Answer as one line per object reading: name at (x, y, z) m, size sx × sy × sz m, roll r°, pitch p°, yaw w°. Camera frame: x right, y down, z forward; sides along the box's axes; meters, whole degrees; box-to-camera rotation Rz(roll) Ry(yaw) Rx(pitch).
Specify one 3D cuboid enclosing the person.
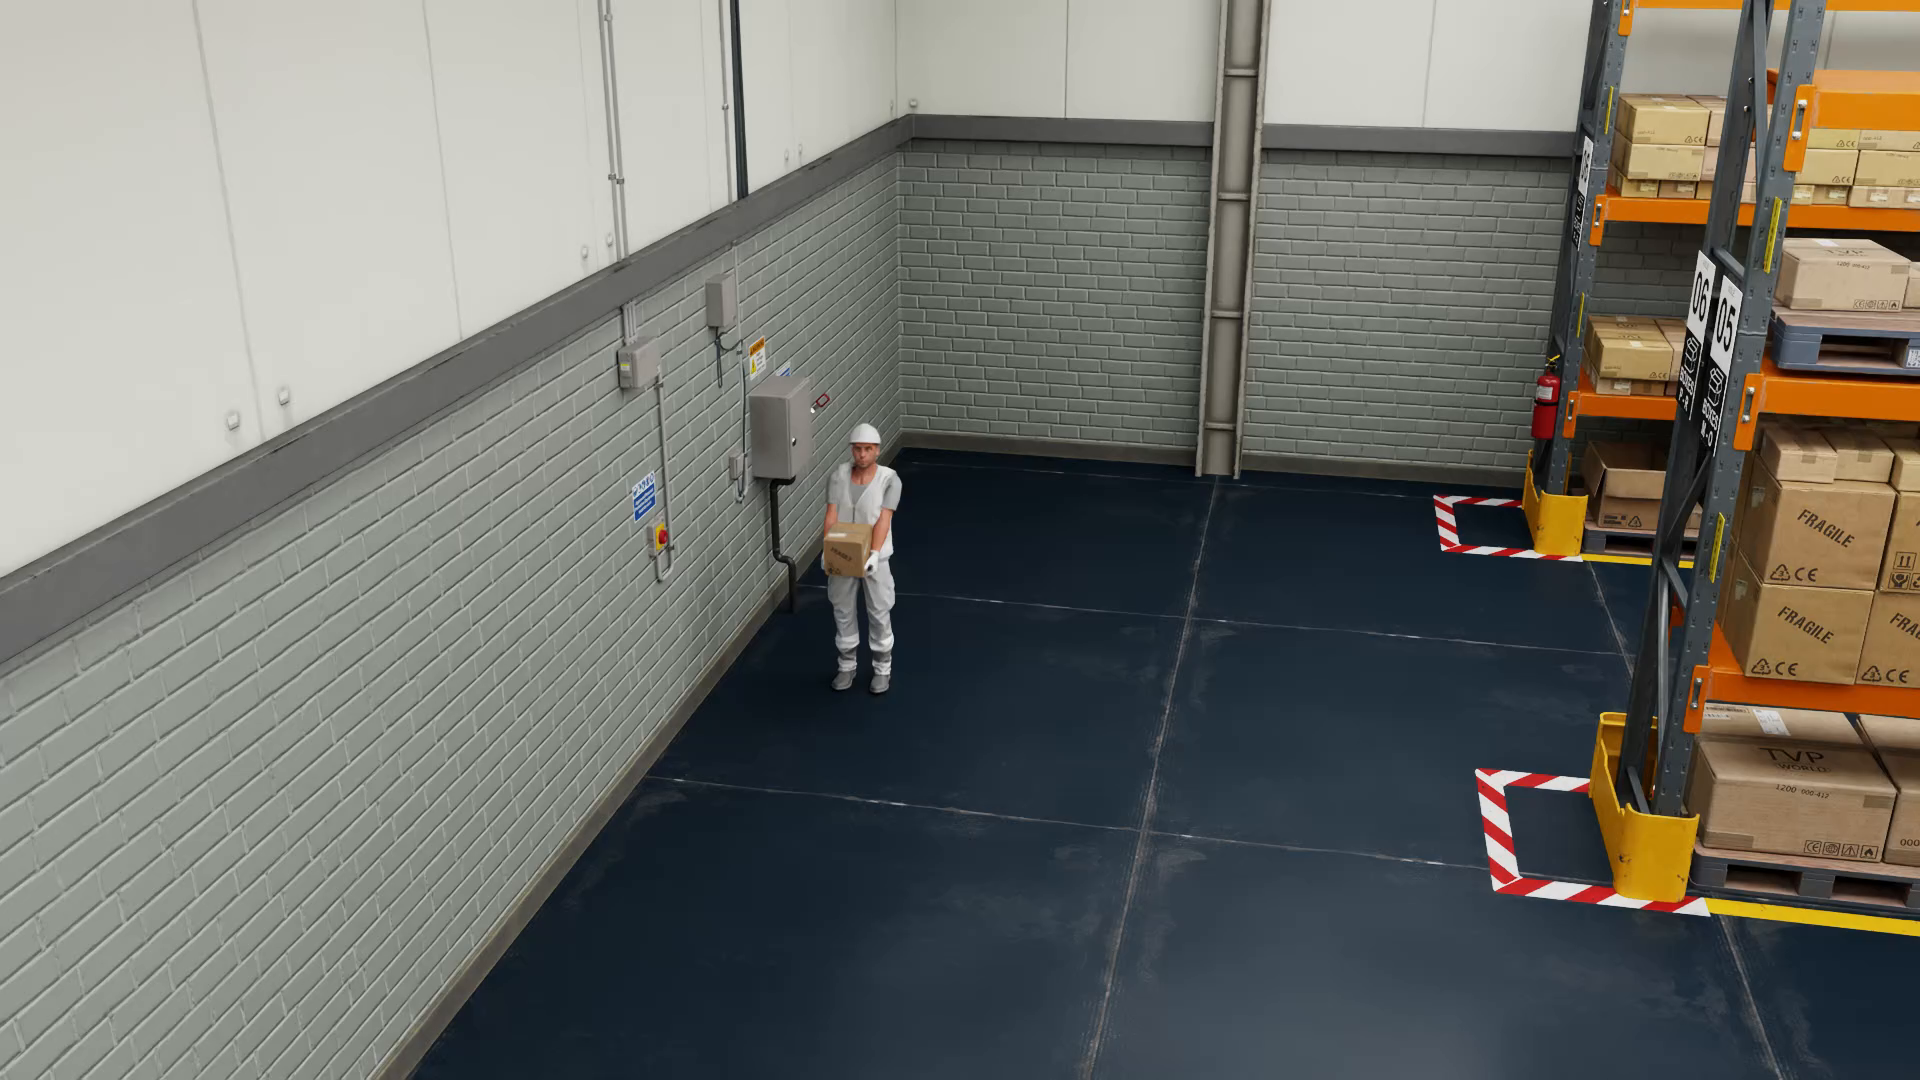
person at (-0.645, 0.154, 10.664) m, size 0.494 × 1.783 × 0.568 m, roll 5°, pitch 22°, yaw 12°
